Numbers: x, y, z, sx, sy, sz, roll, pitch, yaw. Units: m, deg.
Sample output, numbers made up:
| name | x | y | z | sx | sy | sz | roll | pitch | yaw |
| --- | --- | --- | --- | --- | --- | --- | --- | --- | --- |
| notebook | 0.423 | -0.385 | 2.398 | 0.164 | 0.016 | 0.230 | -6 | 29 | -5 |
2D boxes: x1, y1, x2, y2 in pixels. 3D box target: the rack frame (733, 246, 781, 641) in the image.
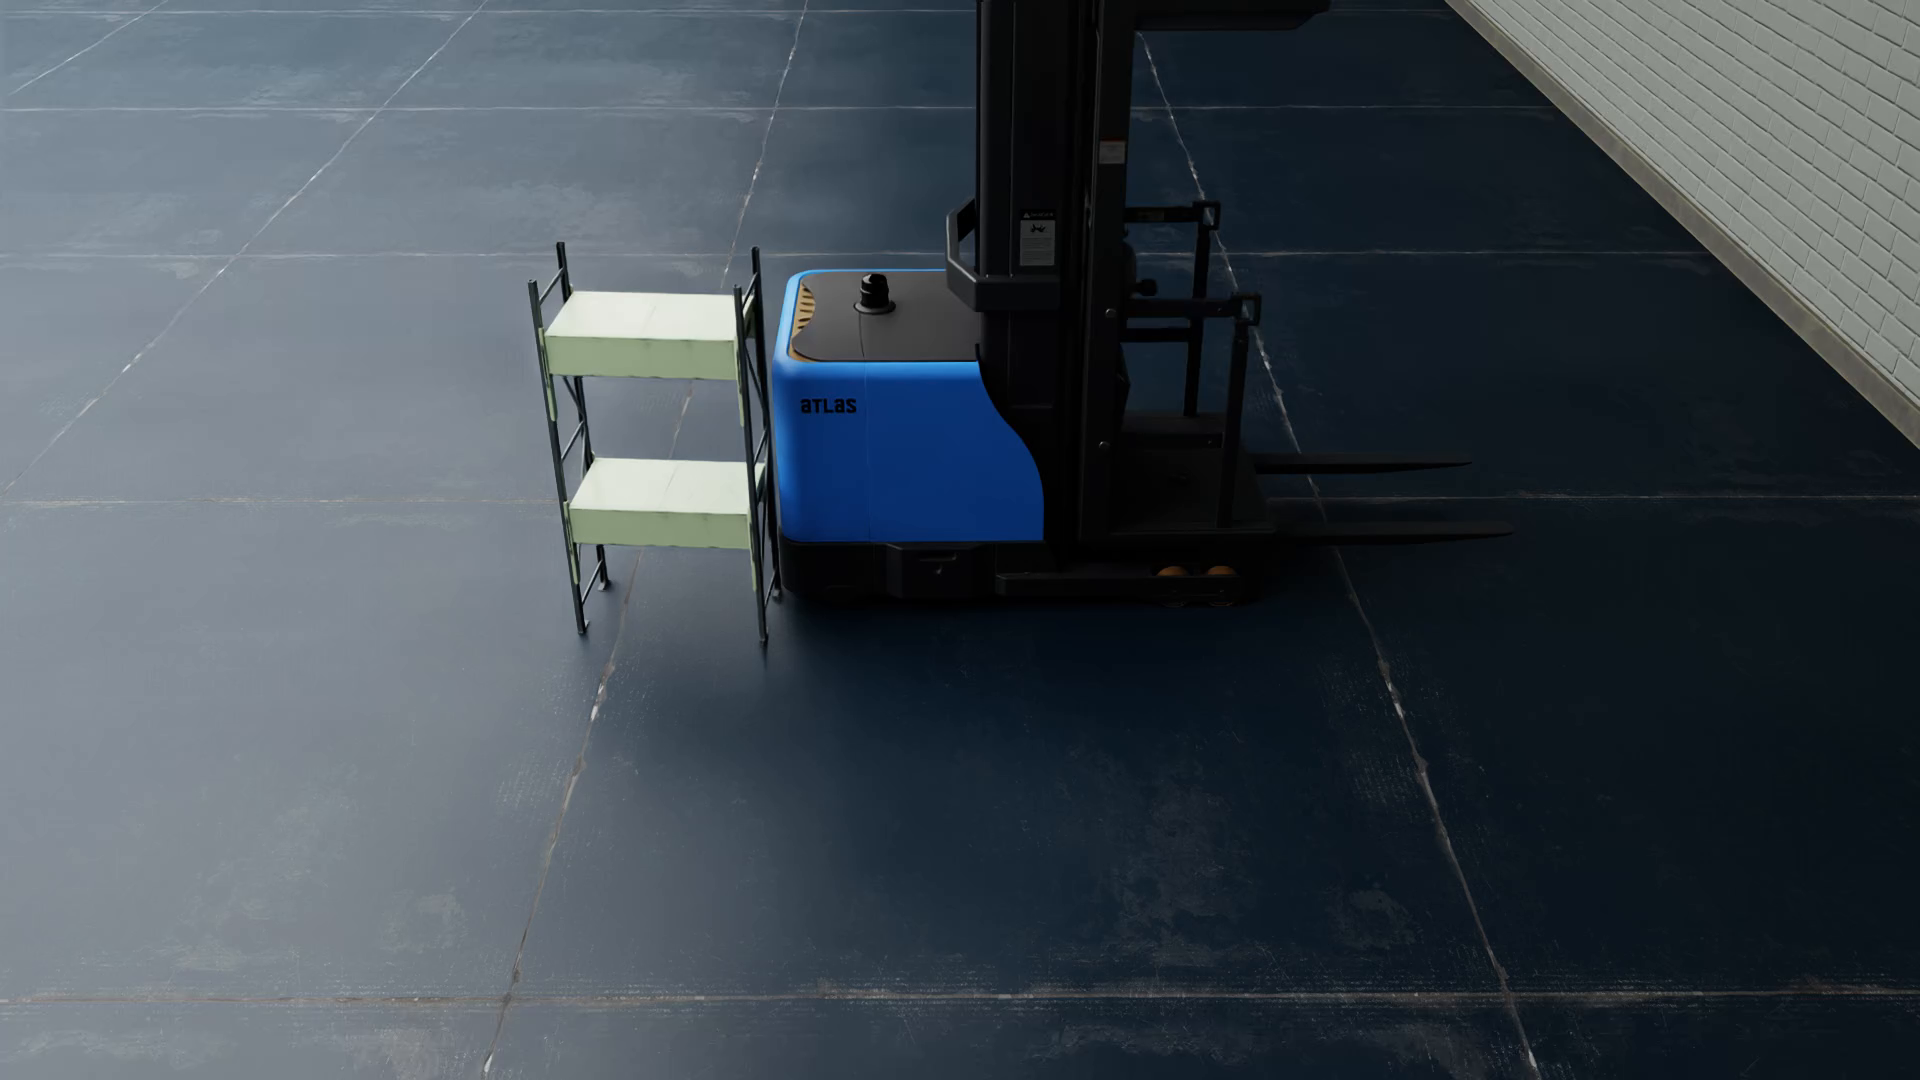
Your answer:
| name | x | y | z | sx | sy | sz | roll | pitch | yaw |
| --- | --- | --- | --- | --- | --- | --- | --- | --- | --- |
| rack frame | -0.769 | -0.344 | 6.371 | 0.023 | 1.500 | 0.400 | 2 | 31 | 3 |

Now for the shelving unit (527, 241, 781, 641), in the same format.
| name | x | y | z | sx | sy | sz | roll | pitch | yaw |
| --- | --- | --- | --- | --- | --- | --- | --- | --- | --- |
| shelving unit | -1.134 | -0.357 | 6.392 | 0.755 | 1.500 | 0.431 | 2 | 31 | 3 |

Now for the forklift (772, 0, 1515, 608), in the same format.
| name | x | y | z | sx | sy | sz | roll | pitch | yaw |
| --- | --- | --- | --- | --- | --- | --- | --- | --- | --- |
| forklift | 0.777 | -1.253 | 6.490 | 3.031 | 2.935 | 1.130 | -1 | 31 | -1 |

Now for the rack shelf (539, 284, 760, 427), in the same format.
| name | x | y | z | sx | sy | sz | roll | pitch | yaw |
| --- | --- | --- | --- | --- | --- | --- | --- | --- | --- |
| rack shelf | -1.134 | -0.690 | 6.189 | 0.720 | 0.370 | 0.431 | 2 | 31 | 3 |

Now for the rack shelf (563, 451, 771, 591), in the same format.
| name | x | y | z | sx | sy | sz | roll | pitch | yaw |
| --- | --- | --- | --- | --- | --- | --- | --- | --- | --- |
| rack shelf | -1.134 | -0.078 | 6.561 | 0.720 | 0.370 | 0.431 | 2 | 31 | 3 |

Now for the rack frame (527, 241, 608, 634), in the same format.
| name | x | y | z | sx | sy | sz | roll | pitch | yaw |
| --- | --- | --- | --- | --- | --- | --- | --- | --- | --- |
| rack frame | -1.499 | -0.369 | 6.413 | 0.023 | 1.500 | 0.400 | 2 | 31 | 3 |
